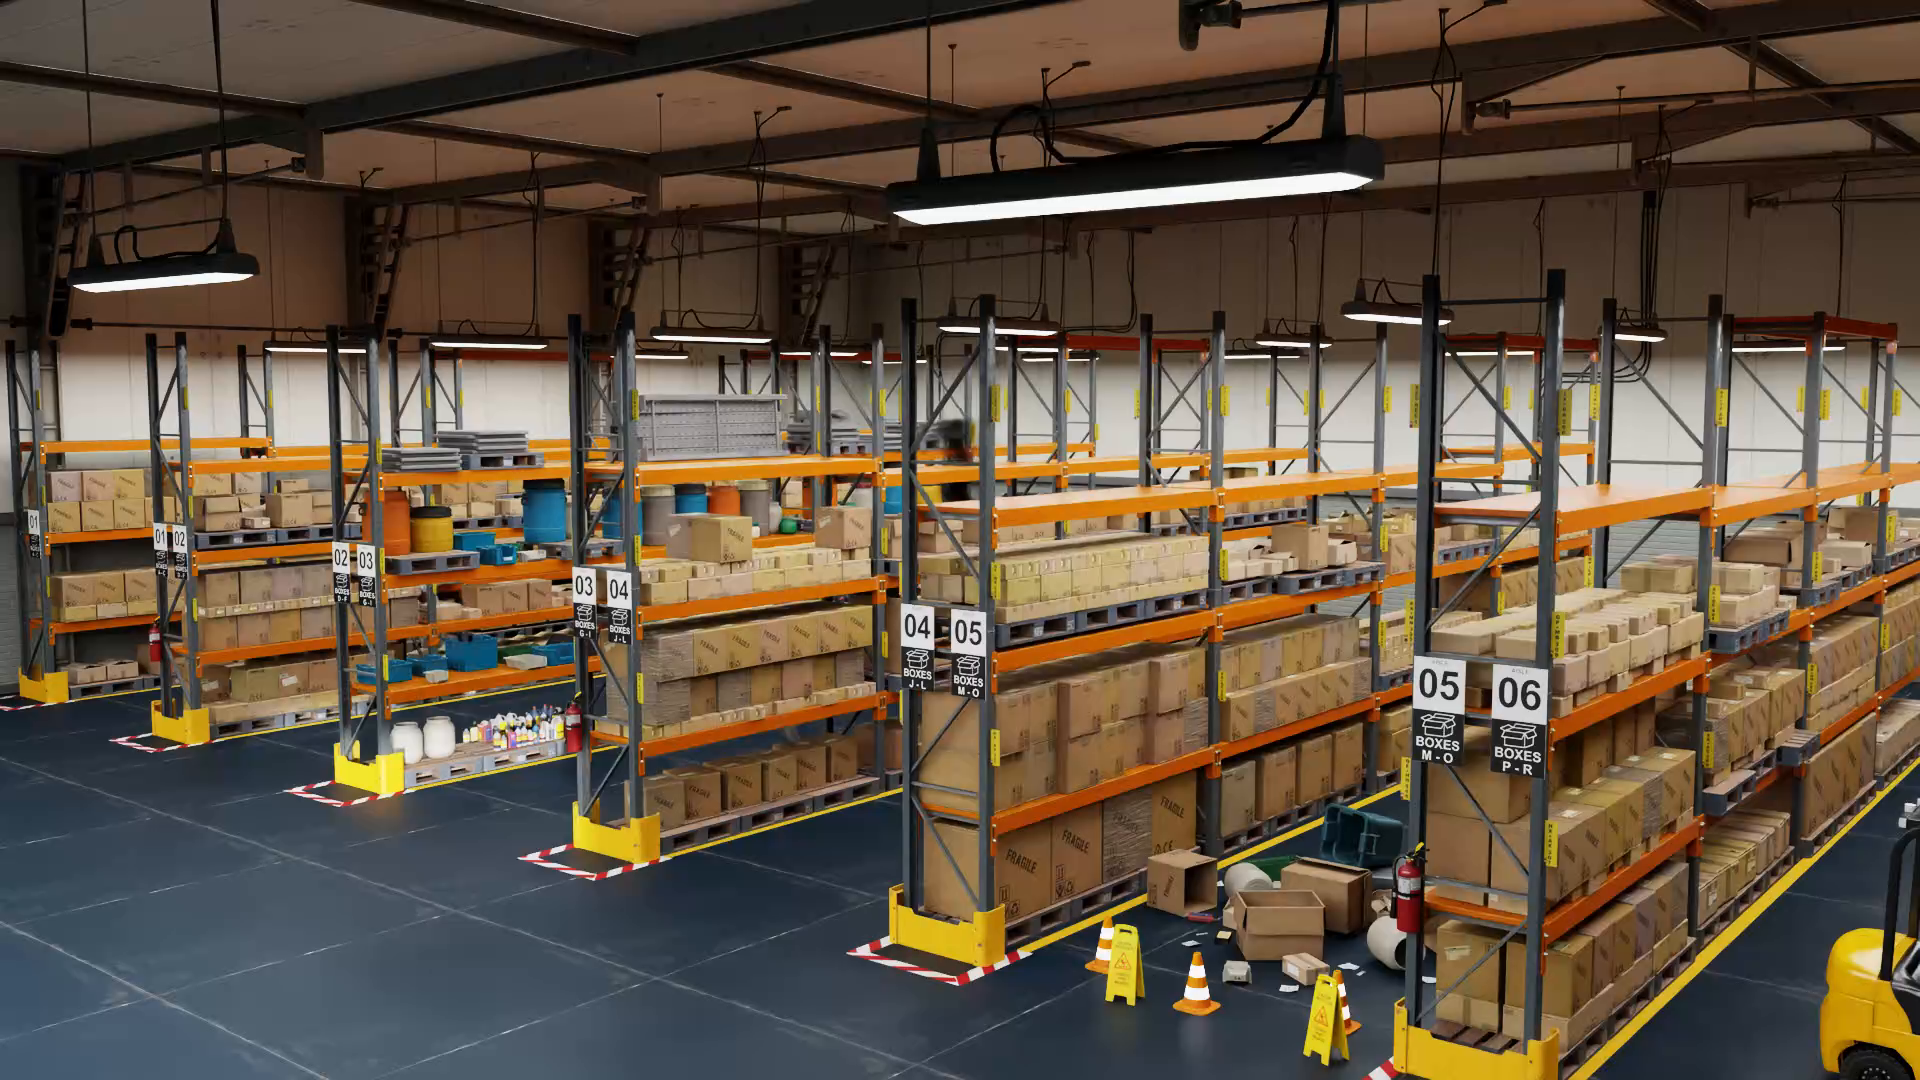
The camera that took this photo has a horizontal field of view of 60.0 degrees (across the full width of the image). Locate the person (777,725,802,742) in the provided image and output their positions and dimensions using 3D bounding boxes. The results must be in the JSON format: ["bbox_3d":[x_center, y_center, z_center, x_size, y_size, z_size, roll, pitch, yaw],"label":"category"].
[{"bbox_3d":[-2.319,2.289,22.932,0.486,1.690,0.609,-2,5,-18],"label":"person"}]

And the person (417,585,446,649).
[{"bbox_3d":[-9.539,1.613,30.048,0.675,1.703,0.767,2,5,21],"label":"person"}]
